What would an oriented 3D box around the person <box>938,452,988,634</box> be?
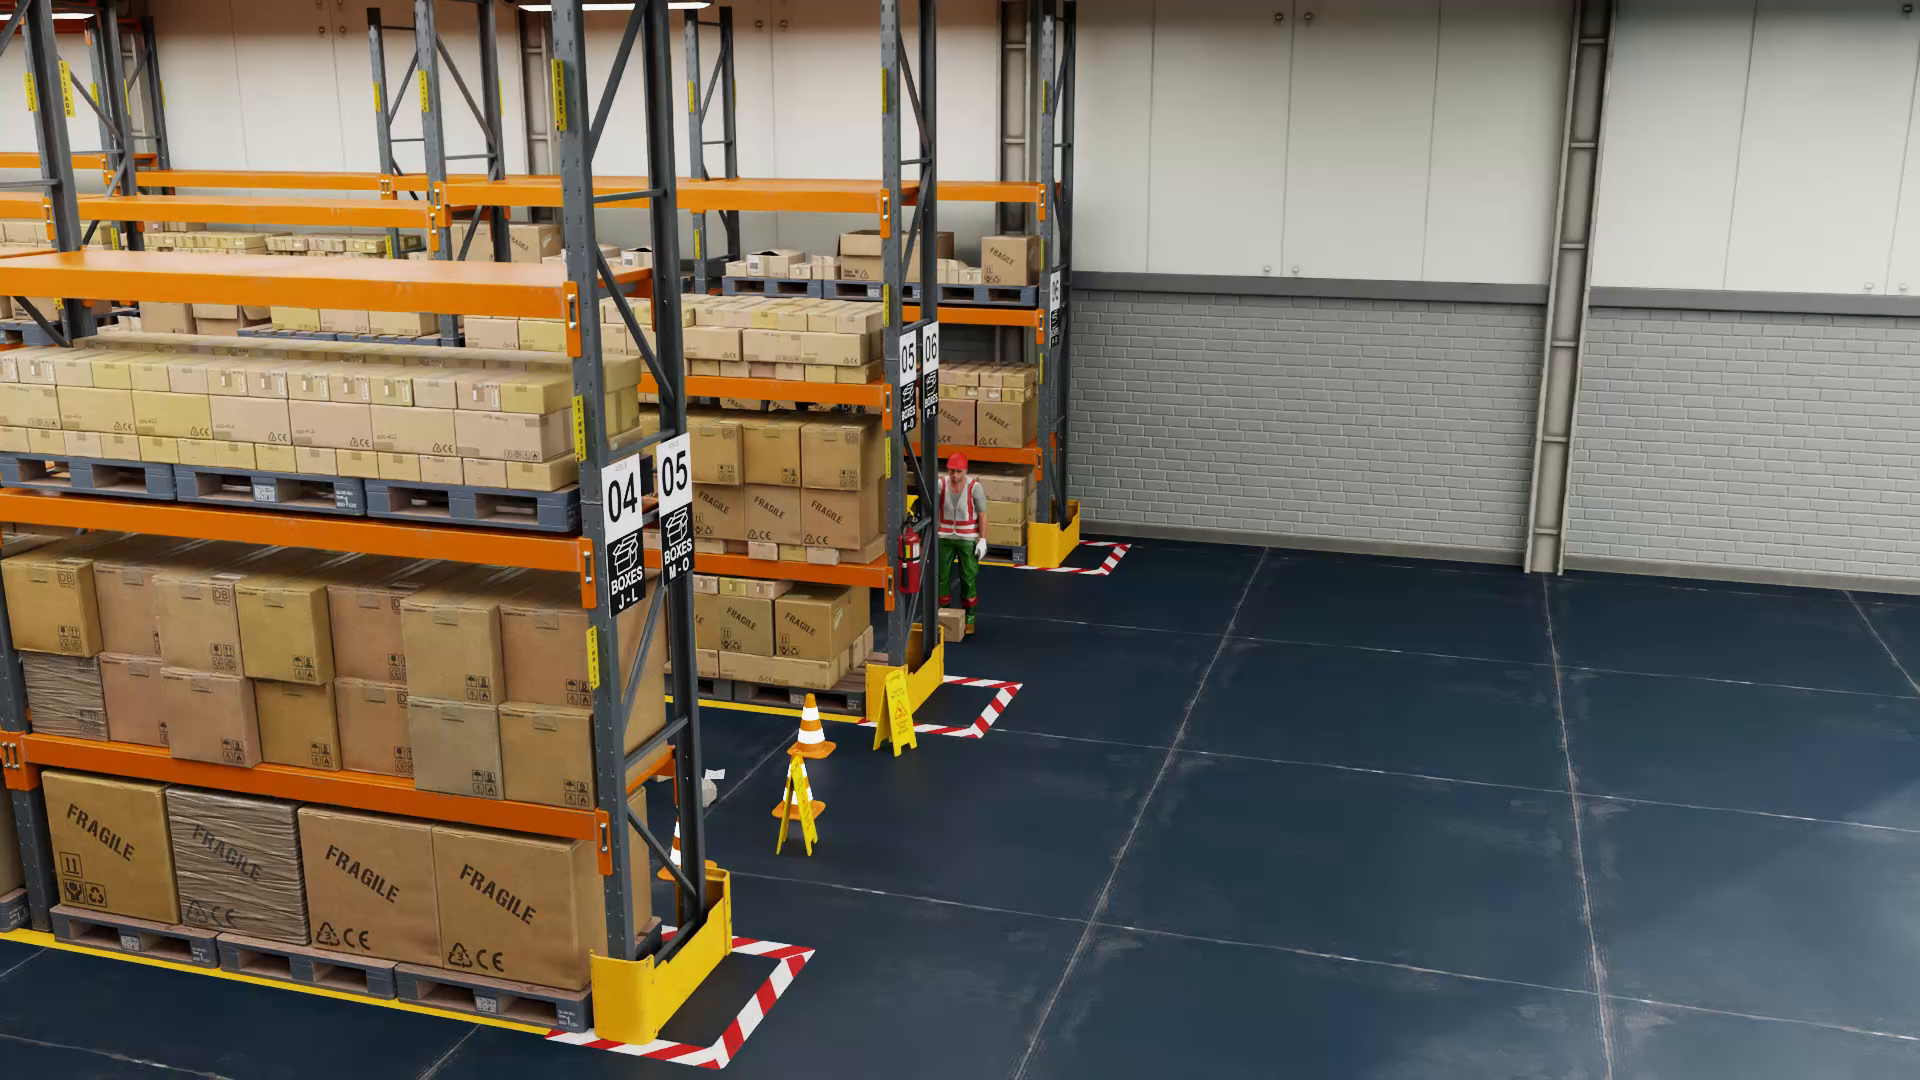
[{"bbox_3d":[-0.036,0.018,15.921,0.609,1.779,0.449,4,15,14],"label":"person"}]
